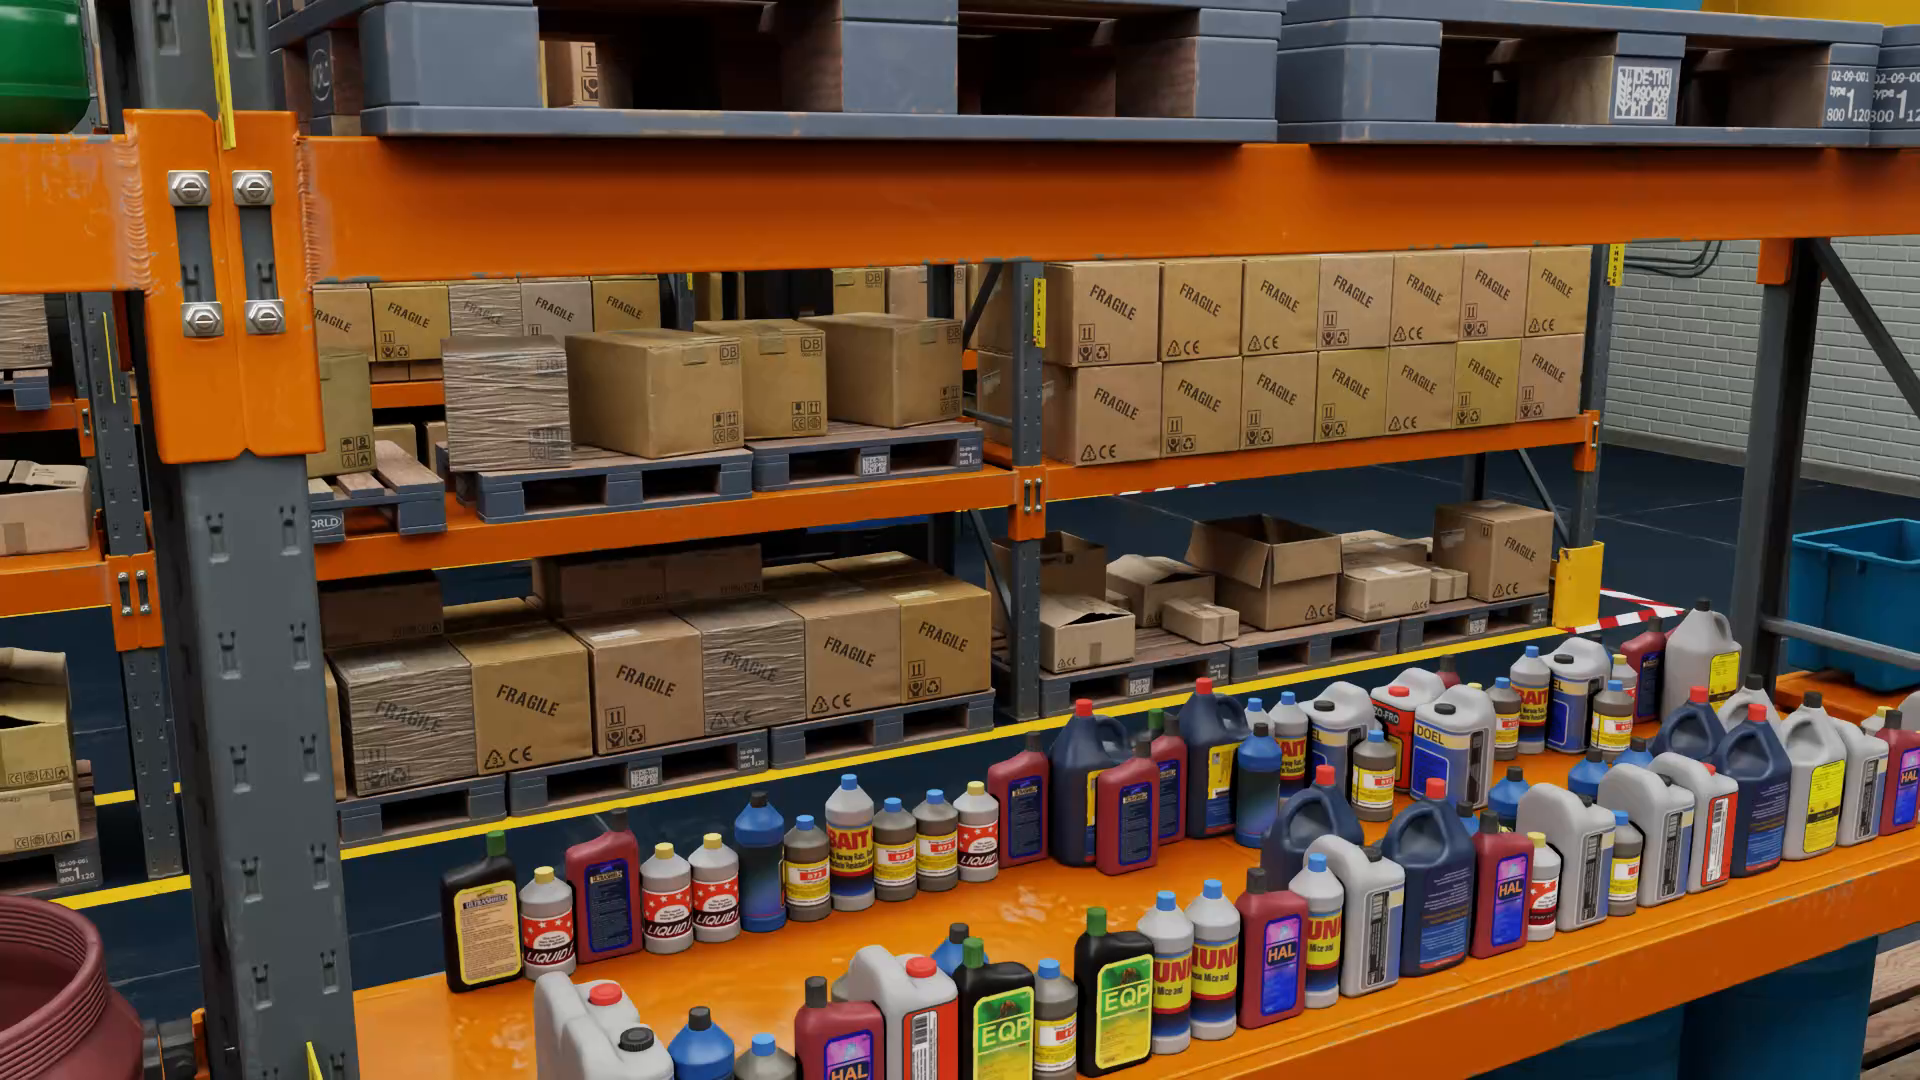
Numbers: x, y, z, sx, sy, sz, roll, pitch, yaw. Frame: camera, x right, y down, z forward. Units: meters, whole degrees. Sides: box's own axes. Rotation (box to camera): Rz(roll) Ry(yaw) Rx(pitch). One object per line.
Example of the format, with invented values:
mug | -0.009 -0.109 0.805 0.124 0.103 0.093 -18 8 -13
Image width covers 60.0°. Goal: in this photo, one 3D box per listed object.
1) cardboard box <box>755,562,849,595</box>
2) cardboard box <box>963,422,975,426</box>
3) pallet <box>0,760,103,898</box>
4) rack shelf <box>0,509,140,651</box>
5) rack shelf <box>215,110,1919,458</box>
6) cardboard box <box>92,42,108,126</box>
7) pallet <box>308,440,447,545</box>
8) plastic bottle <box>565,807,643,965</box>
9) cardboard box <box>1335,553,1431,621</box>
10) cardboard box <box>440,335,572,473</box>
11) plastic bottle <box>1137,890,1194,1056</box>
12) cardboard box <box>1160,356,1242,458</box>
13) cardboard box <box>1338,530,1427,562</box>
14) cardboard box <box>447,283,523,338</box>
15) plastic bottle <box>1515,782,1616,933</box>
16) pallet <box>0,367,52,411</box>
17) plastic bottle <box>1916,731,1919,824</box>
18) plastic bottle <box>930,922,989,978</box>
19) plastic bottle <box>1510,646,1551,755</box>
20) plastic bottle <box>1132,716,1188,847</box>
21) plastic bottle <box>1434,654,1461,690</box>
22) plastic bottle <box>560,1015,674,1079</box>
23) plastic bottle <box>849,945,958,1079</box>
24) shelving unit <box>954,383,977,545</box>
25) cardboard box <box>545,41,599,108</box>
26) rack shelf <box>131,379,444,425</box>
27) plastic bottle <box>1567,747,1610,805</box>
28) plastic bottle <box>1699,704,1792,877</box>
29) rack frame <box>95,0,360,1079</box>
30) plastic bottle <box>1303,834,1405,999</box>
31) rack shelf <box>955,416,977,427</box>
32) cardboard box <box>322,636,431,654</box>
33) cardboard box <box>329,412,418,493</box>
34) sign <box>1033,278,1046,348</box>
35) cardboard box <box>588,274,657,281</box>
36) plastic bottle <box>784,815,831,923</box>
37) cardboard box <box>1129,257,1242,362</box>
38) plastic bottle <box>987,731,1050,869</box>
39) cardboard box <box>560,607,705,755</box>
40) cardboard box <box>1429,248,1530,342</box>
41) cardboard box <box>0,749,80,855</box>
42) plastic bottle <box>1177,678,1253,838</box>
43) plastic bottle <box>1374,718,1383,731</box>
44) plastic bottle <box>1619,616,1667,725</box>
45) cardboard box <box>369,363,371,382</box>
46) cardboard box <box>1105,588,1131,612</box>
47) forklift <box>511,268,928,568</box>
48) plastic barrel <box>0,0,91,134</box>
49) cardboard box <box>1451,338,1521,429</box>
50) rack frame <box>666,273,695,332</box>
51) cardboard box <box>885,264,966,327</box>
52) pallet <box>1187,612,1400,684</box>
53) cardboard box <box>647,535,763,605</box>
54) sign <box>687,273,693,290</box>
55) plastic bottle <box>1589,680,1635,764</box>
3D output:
cardboard box | -0.891 0.435 8.536 0.500 0.500 0.500 -7 14 -27
cardboard box | -0.200 -0.794 14.042 0.500 0.500 0.700 -7 15 -30
pallet | -4.139 1.228 6.672 1.213 0.211 1.003 -7 14 -28
rack shelf | -5.153 0.350 5.861 4.000 0.370 1.077 -7 14 -28
rack shelf | 0.728 -0.579 3.158 4.000 0.370 1.077 -7 14 -28
cardboard box | -5.385 -2.954 10.840 0.500 0.500 0.700 -8 15 -32
pallet | -2.837 -0.203 7.115 1.003 0.211 1.213 -7 14 -28
plastic bottle | -0.675 0.651 3.149 0.133 0.283 0.061 -7 14 -28
cardboard box | 2.417 0.273 9.827 0.500 0.250 0.500 -7 14 -28
cardboard box | -2.005 -0.612 7.315 0.500 0.500 0.700 -4 13 -17
plastic bottle | 0.348 0.729 2.830 0.097 0.271 0.097 0 13 0
cardboard box | 1.139 -0.737 8.823 0.500 0.500 0.500 -7 14 -27
cardboard box | 2.572 0.129 10.465 0.500 0.250 0.500 -7 14 -28
cardboard box | -3.436 -1.586 11.875 0.500 0.500 0.500 -7 14 -28
plastic bottle | 1.207 0.617 3.318 0.135 0.276 0.152 -7 14 -28
pallet | -6.349 -0.977 10.554 1.003 0.211 1.213 -7 14 -28
plastic bottle | 2.203 0.541 3.826 0.097 0.201 0.097 0 13 0
plastic bottle | -0.001 0.756 2.712 0.097 0.271 0.097 0 13 0
plastic bottle | 1.458 0.406 4.265 0.097 0.271 0.097 0 13 0
plastic bottle | 0.435 0.534 3.672 0.133 0.283 0.061 -7 14 -28
plastic bottle | 1.177 0.429 4.135 0.133 0.283 0.061 -7 14 -28
plastic bottle | -0.493 0.821 2.413 0.135 0.276 0.152 -7 14 -28
plastic bottle | -0.087 0.772 2.629 0.135 0.276 0.152 -7 14 -28
shelving unit | -0.013 -0.584 12.471 0.189 1.200 0.258 -7 14 -28
cardboard box | -1.534 -2.218 7.391 0.600 0.600 0.600 -7 15 -30
rack shelf | -4.019 -1.025 11.971 4.000 0.370 1.077 -7 14 -28
plastic bottle | 1.335 0.573 3.525 0.097 0.271 0.097 0 13 0
plastic bottle | 1.671 0.526 3.552 0.185 0.351 0.144 -7 14 -28
rack frame | -1.028 0.744 2.473 0.127 3.000 1.000 -7 14 -28
plastic bottle | 0.724 0.675 3.061 0.135 0.276 0.152 -7 14 -28
rack shelf | -0.013 -0.892 12.401 0.180 0.103 0.258 -7 14 -28
cardboard box | -2.689 0.650 7.581 0.500 0.500 0.500 -6 14 -26
cardboard box | -4.294 -0.465 11.782 0.750 0.750 0.750 -7 14 -28
sign | 0.382 -1.091 7.986 0.005 0.325 0.100 -7 14 -28
cardboard box | -2.551 -2.058 12.261 0.500 0.250 0.500 -6 14 -26
plastic bottle | -0.308 0.652 3.332 0.097 0.201 0.097 0 13 0
cardboard box | 1.114 -1.219 8.687 0.500 0.500 0.500 -7 15 -30
plastic bottle | 0.126 0.555 3.575 0.133 0.283 0.061 -7 14 -28
cardboard box | -1.506 0.637 7.639 0.500 0.500 0.500 -7 15 -30
cardboard box | 2.922 -1.437 9.655 0.500 0.500 0.500 -6 14 -26
cardboard box | -3.743 1.027 6.518 0.500 0.250 0.500 -6 14 -27
plastic bottle | 0.565 0.480 3.755 0.185 0.351 0.144 -7 14 -28
plastic bottle | 0.967 0.499 4.011 0.097 0.201 0.097 0 13 0
plastic bottle | 1.840 0.350 4.488 0.133 0.283 0.061 -7 14 -28
cardboard box | -4.259 -1.184 11.563 0.250 0.149 0.380 -7 14 -27
cardboard box | 0.778 0.378 9.587 0.250 0.149 0.380 -7 14 -28
forklift | -1.665 -1.237 11.431 3.031 2.935 1.130 -6 14 -24
plastic barrel | -1.220 -0.608 2.002 0.294 0.245 0.294 0 13 0
cardboard box | 2.908 -0.947 9.758 0.500 0.500 0.500 -7 14 -27
rack frame | -2.264 -1.586 12.827 0.127 3.000 1.000 -7 14 -28
cardboard box | -0.503 -1.941 13.719 0.700 0.700 0.980 -8 15 -31
pallet | 1.788 0.527 9.787 1.213 0.211 1.003 -7 14 -28
cardboard box | -1.306 0.116 8.246 0.500 0.250 0.500 -7 14 -28
sign | -1.995 -2.009 12.248 0.005 0.325 0.100 -7 14 -28
plastic bottle | 1.649 0.455 4.206 0.097 0.201 0.097 0 13 0
